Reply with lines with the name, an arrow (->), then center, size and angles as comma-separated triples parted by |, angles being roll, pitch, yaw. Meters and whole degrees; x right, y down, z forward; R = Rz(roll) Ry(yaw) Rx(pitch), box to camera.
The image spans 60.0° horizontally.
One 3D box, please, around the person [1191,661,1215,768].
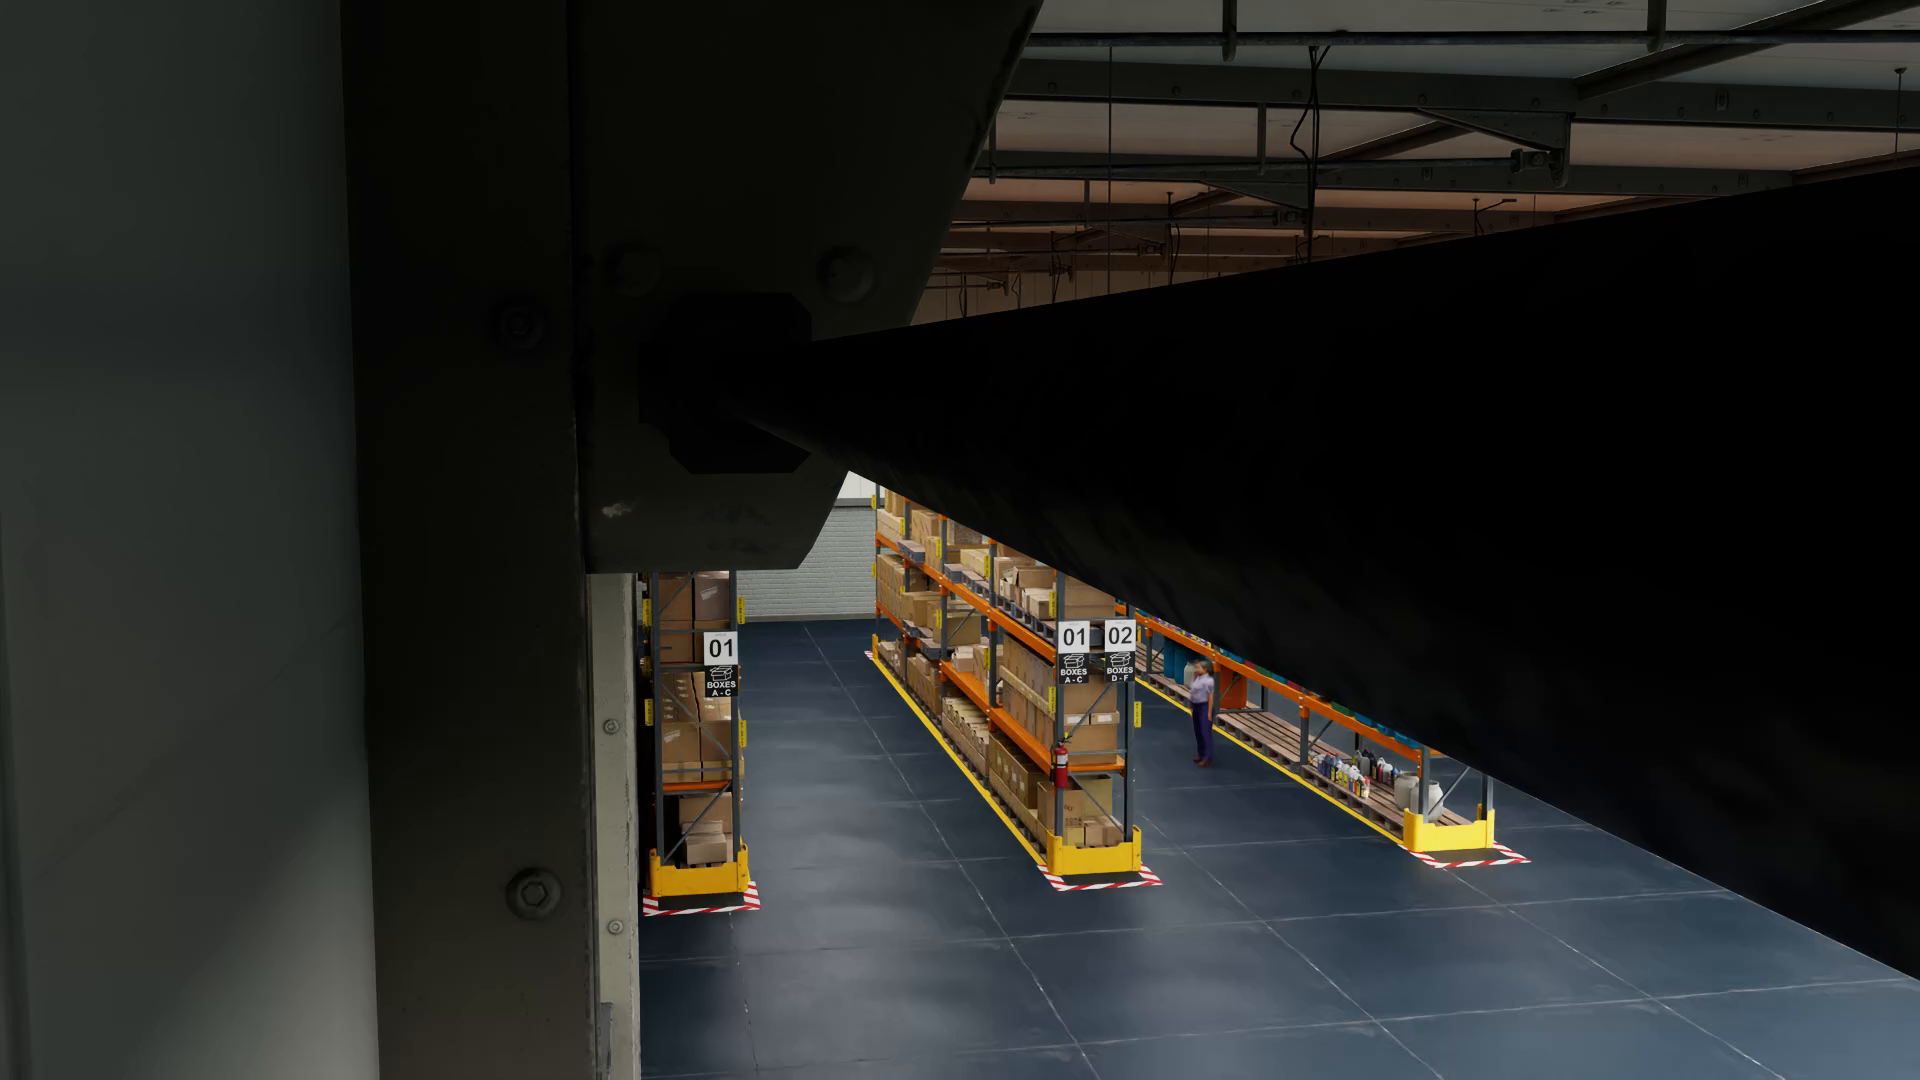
person -> 3.889, 2.776, 26.735 | 0.417, 1.663, 0.601 | -2, 6, -18
